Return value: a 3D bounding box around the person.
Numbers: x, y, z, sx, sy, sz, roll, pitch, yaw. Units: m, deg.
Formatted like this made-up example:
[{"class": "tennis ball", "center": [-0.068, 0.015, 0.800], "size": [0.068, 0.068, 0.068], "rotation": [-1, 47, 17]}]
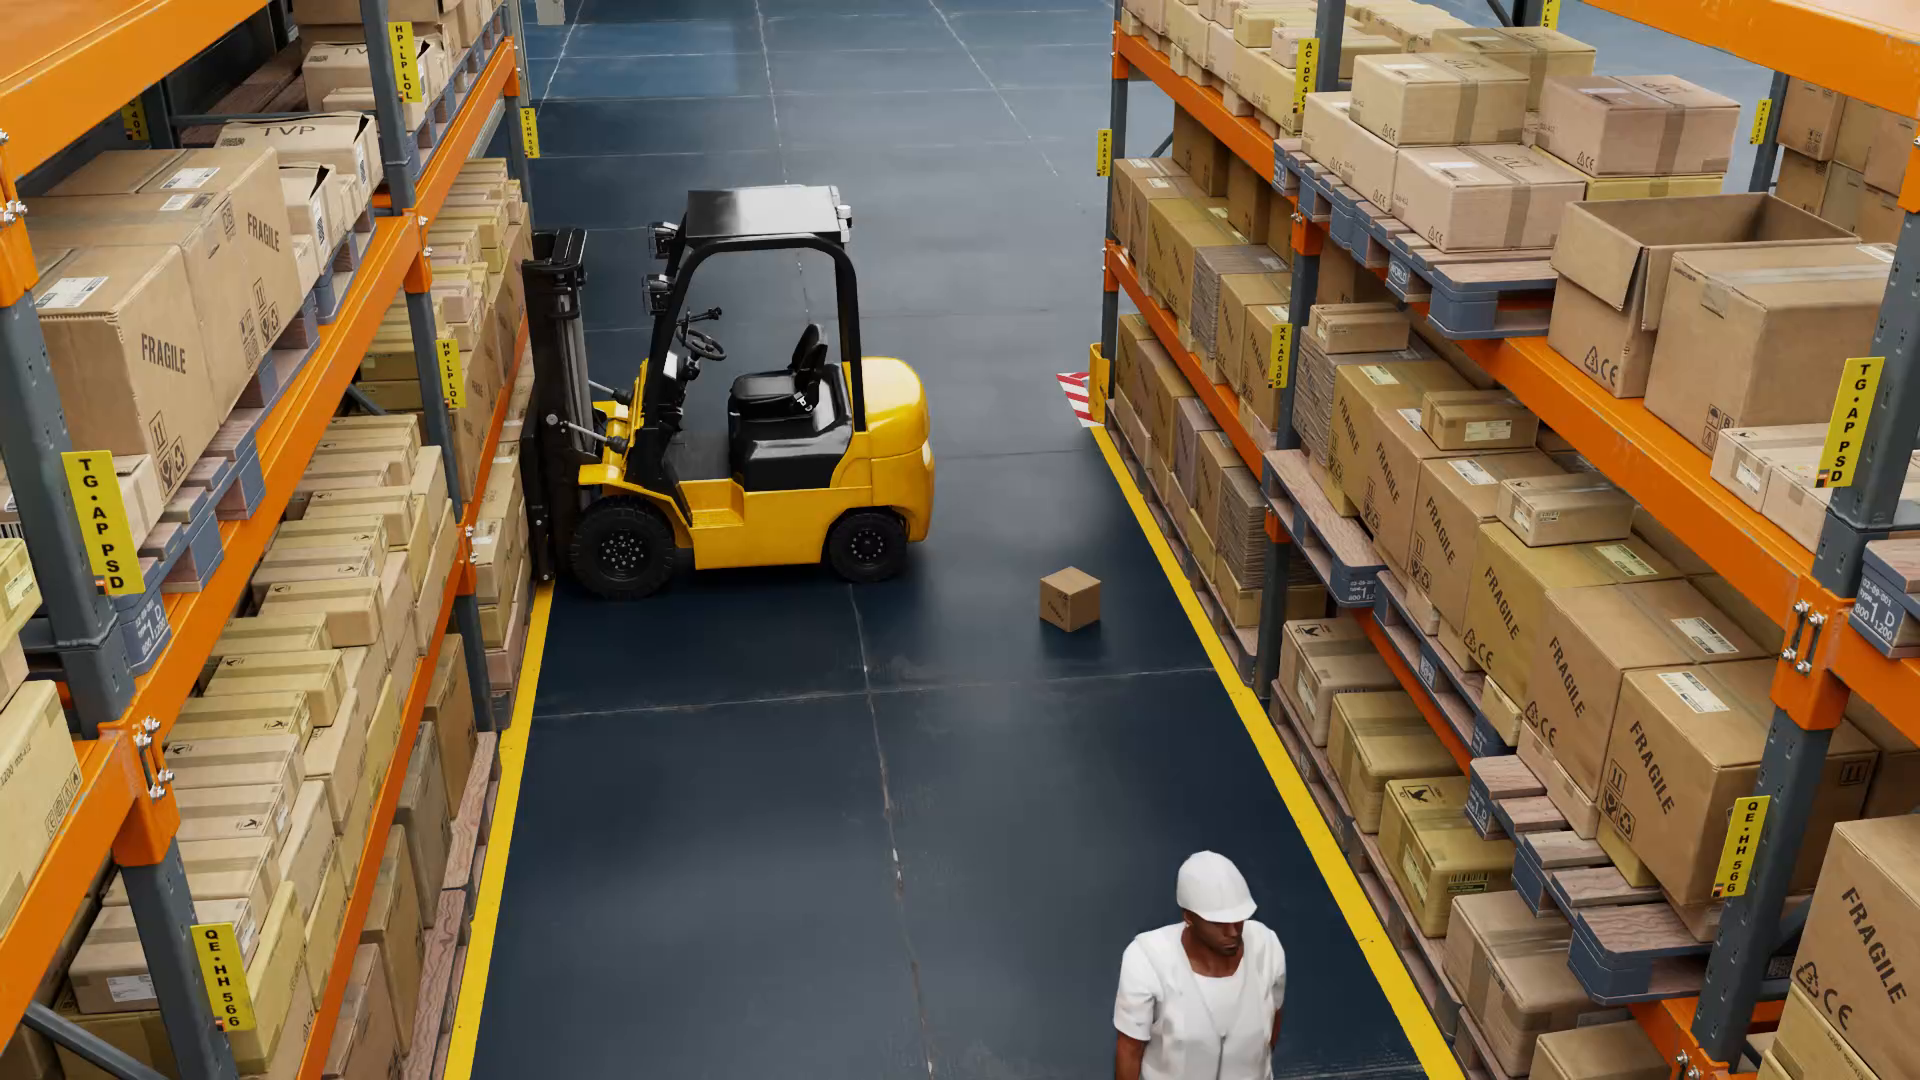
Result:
[{"class": "person", "center": [0.743, 1.719, 5.204], "size": [0.557, 1.737, 0.872], "rotation": [-3, 27, -6]}]
